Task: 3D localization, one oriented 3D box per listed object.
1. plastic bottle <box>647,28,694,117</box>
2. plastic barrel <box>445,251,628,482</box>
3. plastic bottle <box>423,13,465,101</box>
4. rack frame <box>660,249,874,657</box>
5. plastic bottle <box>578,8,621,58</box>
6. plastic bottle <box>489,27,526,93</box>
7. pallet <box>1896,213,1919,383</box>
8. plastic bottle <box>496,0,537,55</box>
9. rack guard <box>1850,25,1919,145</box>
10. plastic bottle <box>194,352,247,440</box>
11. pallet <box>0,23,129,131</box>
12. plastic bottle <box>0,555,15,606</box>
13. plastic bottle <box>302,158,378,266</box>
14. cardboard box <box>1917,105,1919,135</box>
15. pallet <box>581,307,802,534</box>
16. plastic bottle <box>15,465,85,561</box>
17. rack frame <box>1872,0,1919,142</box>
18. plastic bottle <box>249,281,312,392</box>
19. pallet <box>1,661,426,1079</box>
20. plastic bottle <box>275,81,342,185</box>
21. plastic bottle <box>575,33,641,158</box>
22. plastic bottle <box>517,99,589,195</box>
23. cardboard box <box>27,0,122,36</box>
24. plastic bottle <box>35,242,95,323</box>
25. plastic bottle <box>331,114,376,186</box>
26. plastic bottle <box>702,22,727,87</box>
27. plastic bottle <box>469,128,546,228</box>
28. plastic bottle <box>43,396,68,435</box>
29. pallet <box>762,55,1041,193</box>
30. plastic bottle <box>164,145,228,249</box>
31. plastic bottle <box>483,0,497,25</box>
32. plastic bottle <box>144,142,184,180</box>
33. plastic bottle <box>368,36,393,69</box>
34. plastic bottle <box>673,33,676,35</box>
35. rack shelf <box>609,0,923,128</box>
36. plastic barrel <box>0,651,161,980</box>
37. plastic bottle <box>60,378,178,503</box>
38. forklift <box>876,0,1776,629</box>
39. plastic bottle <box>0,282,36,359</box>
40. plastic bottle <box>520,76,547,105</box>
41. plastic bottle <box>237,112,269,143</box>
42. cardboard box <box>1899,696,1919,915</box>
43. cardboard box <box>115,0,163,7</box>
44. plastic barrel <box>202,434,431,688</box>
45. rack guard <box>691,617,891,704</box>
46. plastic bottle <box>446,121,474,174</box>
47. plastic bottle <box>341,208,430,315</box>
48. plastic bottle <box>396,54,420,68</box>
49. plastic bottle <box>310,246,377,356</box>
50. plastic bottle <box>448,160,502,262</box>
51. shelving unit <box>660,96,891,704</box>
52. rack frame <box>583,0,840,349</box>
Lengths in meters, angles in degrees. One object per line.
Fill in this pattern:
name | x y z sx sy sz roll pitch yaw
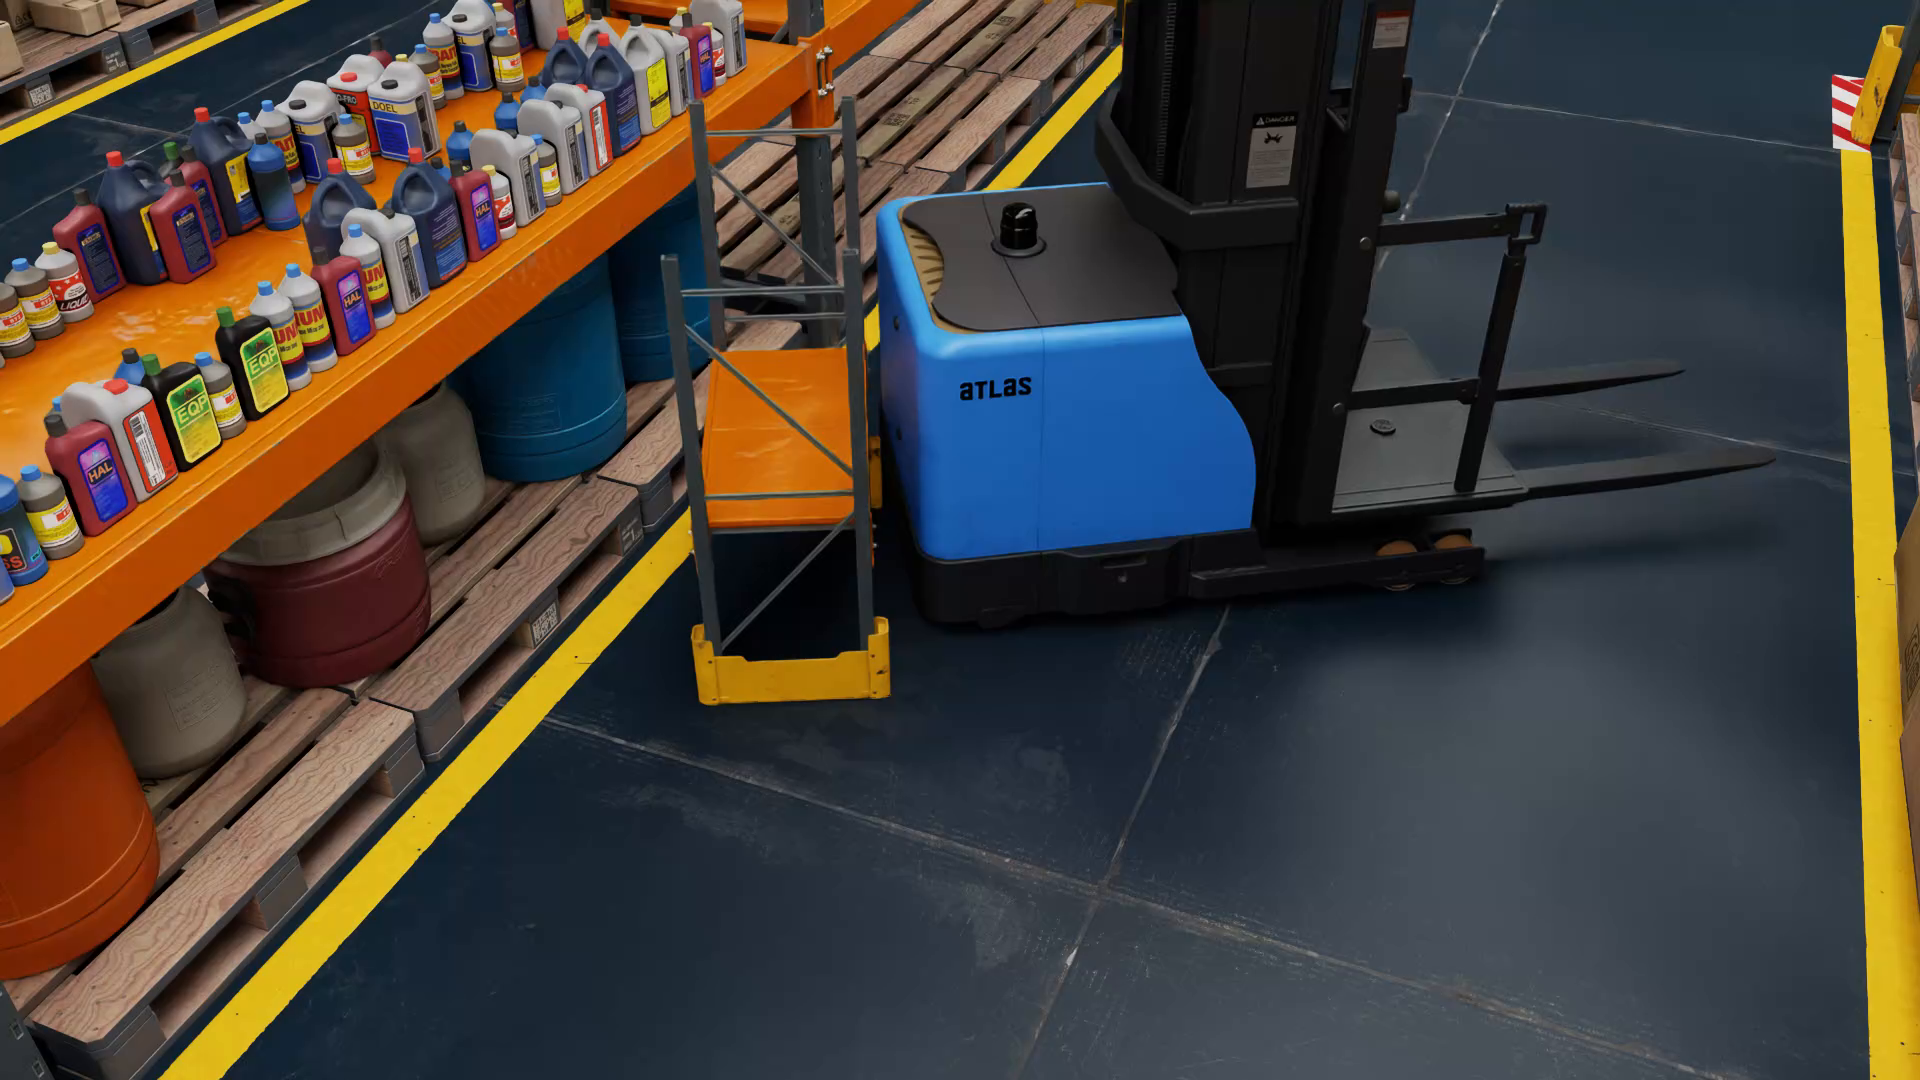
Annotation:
plastic bottle | -0.963 -1.538 5.406 0.152 0.276 0.135 14 39 18
plastic barrel | -1.465 -0.721 5.610 0.600 0.901 0.708 14 39 18
plastic bottle | -1.710 -1.601 5.493 0.097 0.271 0.097 0 37 0
rack frame | -0.506 -0.122 4.661 0.500 1.500 0.032 -2 37 -3
plastic bottle | -1.154 -1.512 5.308 0.144 0.351 0.185 14 39 18
plastic bottle | -1.518 -1.612 5.568 0.097 0.201 0.097 0 37 0
pallet | 4.432 -0.918 6.802 1.003 0.211 1.213 14 39 18
plastic bottle | -1.558 -1.856 5.825 0.061 0.283 0.133 14 39 18
rack guard | 5.138 -2.181 8.250 1.175 0.500 0.348 14 39 18
plastic bottle | -1.735 -0.342 3.868 0.097 0.201 0.097 0 37 0
pallet | -5.290 -2.476 8.886 1.003 0.211 1.213 14 39 18
plastic bottle | -2.032 0.016 3.327 0.152 0.276 0.135 14 39 18
plastic bottle | -1.631 -0.829 4.395 0.144 0.351 0.185 14 39 18
cardboard box | 4.960 -2.113 7.496 0.875 0.875 0.875 14 39 18
pallet | -1.305 -0.548 6.306 1.003 0.211 1.213 14 39 18
plastic bottle | -1.925 -0.066 3.499 0.097 0.201 0.097 0 37 0
rack frame | 5.129 -3.169 7.484 1.000 3.000 0.127 14 39 18
plastic bottle | -1.648 -0.498 4.018 0.097 0.271 0.097 0 37 0
pallet | -2.234 0.803 4.499 1.003 0.211 1.213 14 39 18
plastic bottle | -1.942 -1.222 4.983 0.152 0.276 0.135 14 39 18
plastic bottle | -1.091 -1.377 5.128 0.144 0.351 0.185 14 39 18
plastic bottle | -1.206 -1.185 4.933 0.152 0.276 0.135 14 39 18
cardboard box | -4.873 -2.918 9.148 0.380 0.166 0.250 14 39 18
plastic bottle | -2.328 -0.674 4.312 0.097 0.201 0.097 0 37 0
plastic bottle | -1.820 -1.174 4.981 0.097 0.201 0.097 0 37 0
plastic bottle | -0.843 -1.640 5.605 0.097 0.201 0.097 0 37 0
plastic bottle | -1.295 -1.056 4.761 0.152 0.276 0.135 14 39 18
plastic bottle | -1.978 -0.228 3.716 0.097 0.201 0.097 0 37 0
pallet | -0.267 -2.059 8.328 1.003 0.211 1.213 14 39 18
plastic bottle | -2.124 -0.937 4.596 0.061 0.283 0.133 14 39 18
plastic bottle | -1.622 -1.729 5.665 0.097 0.271 0.097 0 37 0
plastic bottle | -2.180 -0.951 4.614 0.061 0.283 0.133 14 39 18
plastic bottle | -1.845 -1.438 5.266 0.061 0.283 0.133 14 39 18
plastic bottle | -0.950 -1.580 5.525 0.097 0.201 0.097 0 37 0
rack shelf | -0.212 -2.901 7.727 1.077 0.370 4.000 14 39 18
plastic barrel | -2.325 0.559 3.959 0.600 0.830 0.708 14 39 18
plastic bottle | -1.856 -0.240 3.669 0.152 0.276 0.135 14 39 18
forklift | 1.278 -1.311 5.056 3.031 2.935 1.130 -6 37 -8
plastic bottle | -2.402 -0.566 4.168 0.097 0.201 0.097 0 37 0
plastic bottle | -1.278 -1.275 5.058 0.097 0.271 0.097 0 37 0
plastic bottle | -2.049 -1.108 4.835 0.097 0.271 0.097 0 37 0
cardboard box | 3.043 0.583 3.889 1.225 0.875 0.875 13 39 16
cardboard box | -4.843 -3.430 9.552 0.797 0.503 0.637 14 39 18
plastic barrel | -1.895 0.030 4.868 0.600 0.588 0.708 14 39 18
rack guard | -0.508 0.367 5.051 0.587 0.250 0.087 -2 37 -3
plastic bottle | -1.417 -1.073 4.787 0.097 0.271 0.097 0 37 0
plastic bottle | -1.504 -0.752 4.354 0.152 0.276 0.135 14 39 18
plastic bottle | -1.784 -1.465 5.370 0.097 0.201 0.097 0 37 0
plastic bottle | -1.550 -0.616 4.166 0.061 0.283 0.133 14 39 18
plastic bottle | -1.340 -0.921 4.574 0.061 0.283 0.133 14 39 18
shelving unit | -0.538 -0.432 5.074 0.587 1.500 1.083 -2 37 -3
rack frame | -0.973 -2.082 6.030 1.000 3.000 0.127 14 39 18
